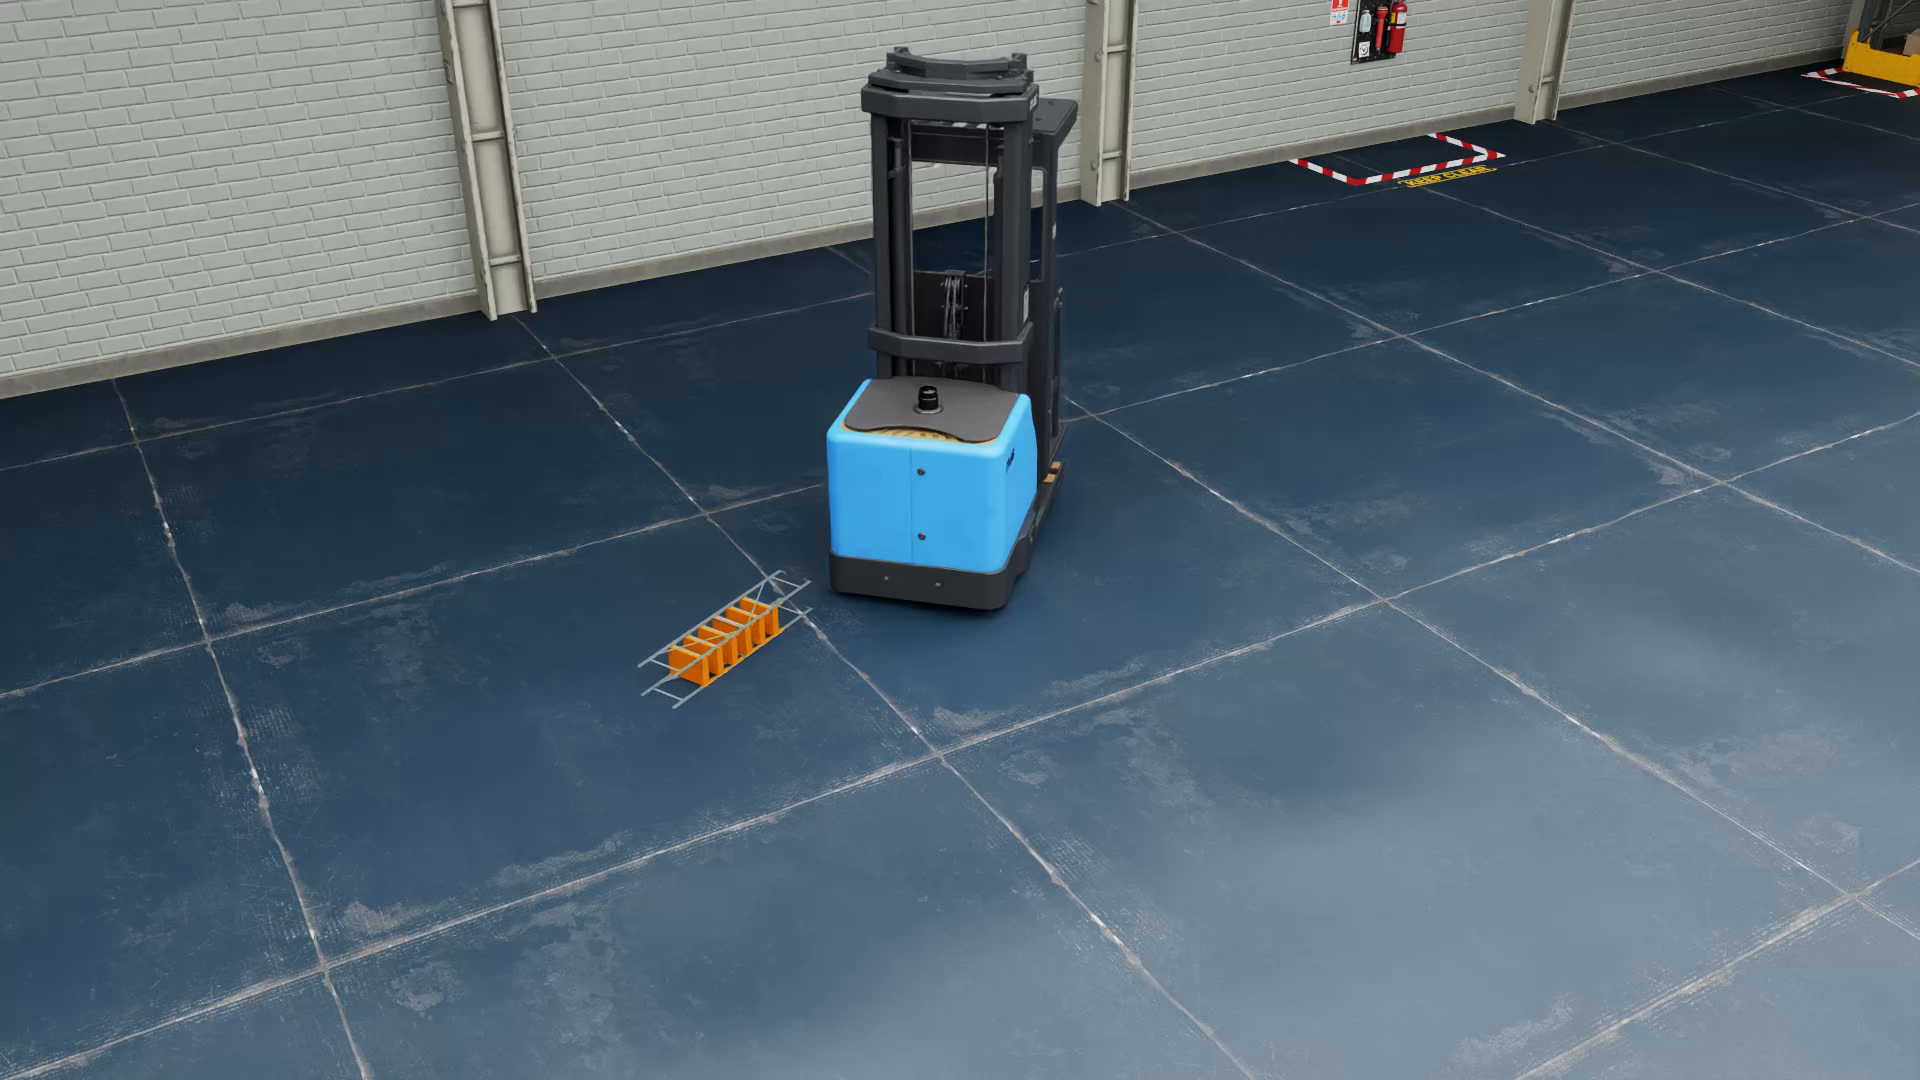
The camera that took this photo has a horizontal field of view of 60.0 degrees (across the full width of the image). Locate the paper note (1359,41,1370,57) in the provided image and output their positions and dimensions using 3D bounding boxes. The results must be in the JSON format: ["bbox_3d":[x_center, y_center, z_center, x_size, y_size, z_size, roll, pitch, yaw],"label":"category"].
[{"bbox_3d":[4.262,-5.169,17.523,0.142,0.148,0.016,-16,33,-26],"label":"paper note"}]

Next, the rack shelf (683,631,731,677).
[{"bbox_3d":[-1.381,0.611,9.041,0.258,0.180,0.103,17,33,28],"label":"rack shelf"}]

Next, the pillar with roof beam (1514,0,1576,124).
[{"bbox_3d":[8.780,-6.992,13.704,0.400,9.000,9.100,-16,33,-26],"label":"pillar with roof beam"}]

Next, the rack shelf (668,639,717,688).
[{"bbox_3d":[-1.446,0.660,8.953,0.258,0.180,0.103,17,33,28],"label":"rack shelf"}]

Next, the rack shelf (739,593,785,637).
[{"bbox_3d":[-1.121,0.416,9.395,0.258,0.180,0.103,17,33,28],"label":"rack shelf"}]

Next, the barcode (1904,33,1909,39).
[{"bbox_3d":[12.062,-6.418,21.192,0.075,0.075,0.001,-16,33,-26],"label":"barcode"}]

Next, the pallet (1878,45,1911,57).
[{"bbox_3d":[12.391,-6.078,21.143,1.213,0.211,1.003,-16,33,-26],"label":"pallet"}]

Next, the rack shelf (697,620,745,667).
[{"bbox_3d":[-1.316,0.562,9.130,0.258,0.180,0.103,17,33,28],"label":"rack shelf"}]

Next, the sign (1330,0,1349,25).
[{"bbox_3d":[3.921,-5.493,17.160,0.234,0.329,0.001,-16,33,-26],"label":"sign"}]

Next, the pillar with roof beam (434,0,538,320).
[{"bbox_3d":[-1.566,-4.055,8.382,0.400,9.000,9.100,-16,33,-26],"label":"pillar with roof beam"}]

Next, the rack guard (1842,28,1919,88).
[{"bbox_3d":[11.673,-6.020,20.739,0.348,0.500,1.175,-16,33,-26],"label":"rack guard"}]

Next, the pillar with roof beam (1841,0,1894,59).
[{"bbox_3d":[13.953,-8.461,16.366,0.400,9.000,9.100,-16,33,-26],"label":"pillar with roof beam"}]

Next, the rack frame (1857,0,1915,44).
[{"bbox_3d":[11.607,-7.096,20.101,0.127,3.000,1.000,-16,33,-26],"label":"rack frame"}]

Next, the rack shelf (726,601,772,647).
[{"bbox_3d":[-1.186,0.464,9.306,0.258,0.180,0.103,17,33,28],"label":"rack shelf"}]

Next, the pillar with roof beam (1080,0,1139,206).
[{"bbox_3d":[3.607,-5.523,11.043,0.400,9.000,9.100,-16,33,-26],"label":"pillar with roof beam"}]

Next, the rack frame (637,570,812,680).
[{"bbox_3d":[-1.275,0.451,9.141,0.240,0.006,1.200,17,33,28],"label":"rack frame"}]

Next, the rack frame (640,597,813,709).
[{"bbox_3d":[-1.275,0.611,9.229,0.240,0.006,1.200,17,33,28],"label":"rack frame"}]

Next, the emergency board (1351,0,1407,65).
[{"bbox_3d":[4.450,-5.570,17.336,0.643,1.169,0.194,-16,33,-26],"label":"emergency board"}]

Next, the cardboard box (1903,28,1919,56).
[{"bbox_3d":[12.249,-6.243,20.884,0.500,0.311,0.500,-20,35,-32],"label":"cardboard box"}]

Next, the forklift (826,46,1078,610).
[{"bbox_3d":[0.078,-1.582,10.180,1.130,2.935,3.031,7,30,12],"label":"forklift"}]

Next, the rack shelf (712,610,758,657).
[{"bbox_3d":[-1.251,0.513,9.218,0.258,0.180,0.103,17,33,28],"label":"rack shelf"}]

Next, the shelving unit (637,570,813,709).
[{"bbox_3d":[-1.275,0.531,9.185,0.258,0.189,1.200,17,33,28],"label":"shelving unit"}]
